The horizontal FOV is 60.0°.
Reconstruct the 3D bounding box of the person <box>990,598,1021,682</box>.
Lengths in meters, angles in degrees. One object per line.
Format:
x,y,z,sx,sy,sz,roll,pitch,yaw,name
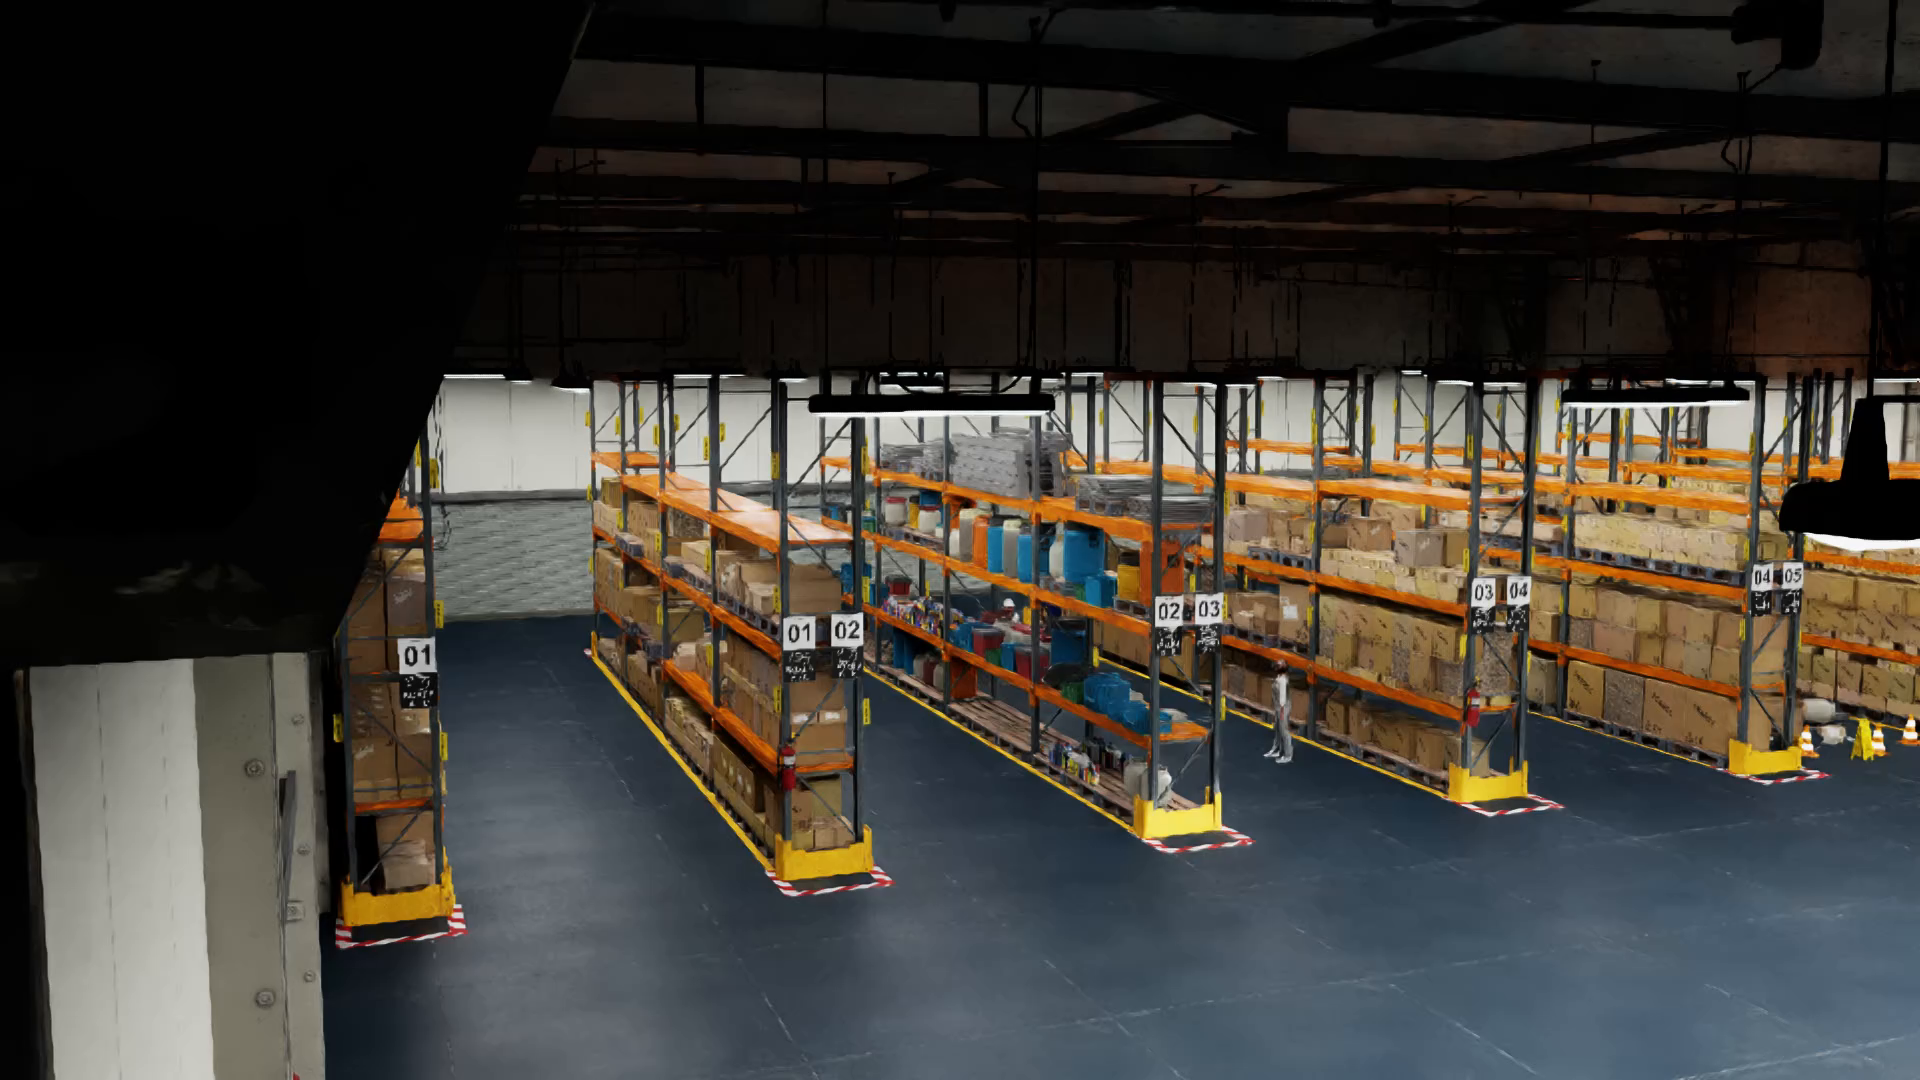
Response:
0.874,1.922,31.643,0.677,1.665,0.574,-3,7,-22,person

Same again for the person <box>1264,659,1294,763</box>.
4.978,2.641,25.883,0.453,1.599,0.467,1,7,11,person

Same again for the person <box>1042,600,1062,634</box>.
1.943,1.756,34.814,0.552,1.414,0.462,-2,7,-20,person
